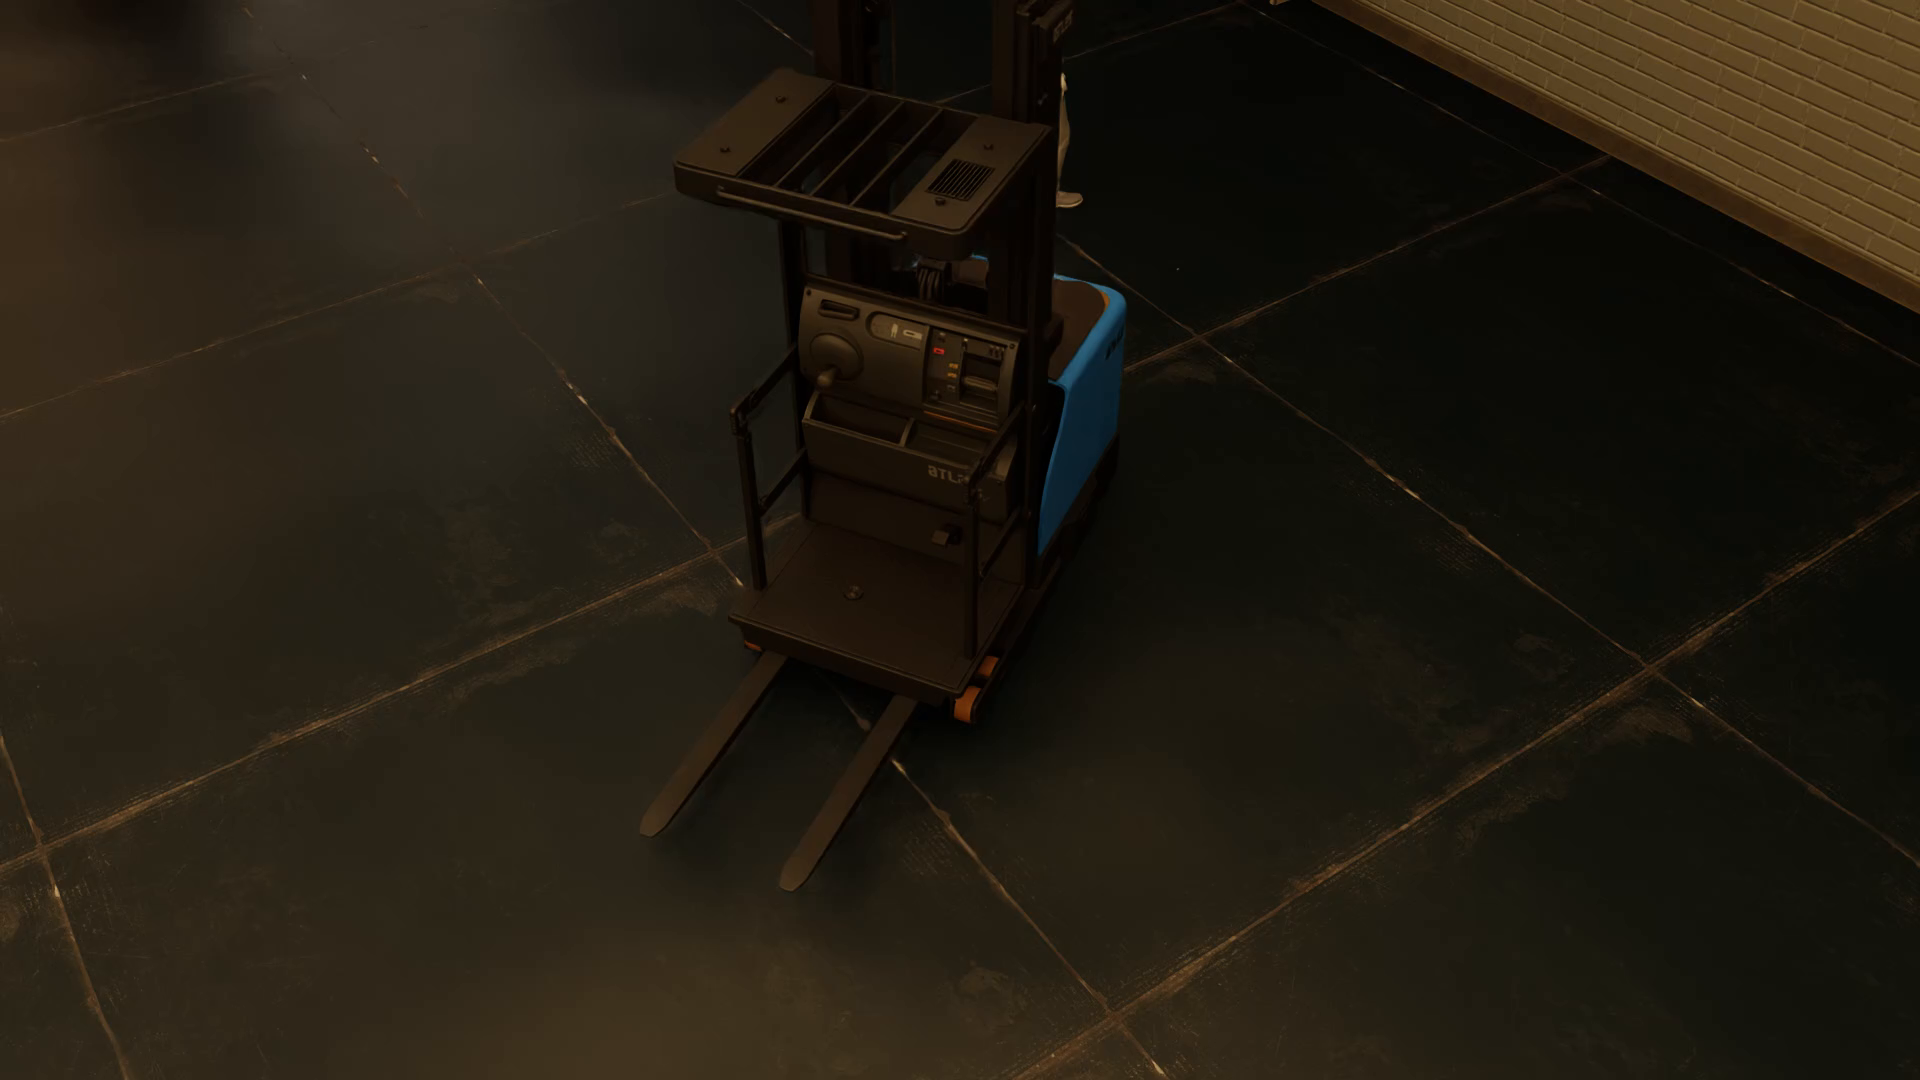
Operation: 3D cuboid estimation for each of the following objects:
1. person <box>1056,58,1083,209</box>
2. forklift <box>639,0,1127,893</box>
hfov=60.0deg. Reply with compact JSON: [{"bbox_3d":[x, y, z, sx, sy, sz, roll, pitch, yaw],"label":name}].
[{"bbox_3d":[0.504,-2.740,9.644,0.470,1.649,0.686,-2,43,-2],"label":"person"},{"bbox_3d":[-0.297,-0.641,6.410,1.130,2.935,3.031,17,45,18],"label":"forklift"}]
